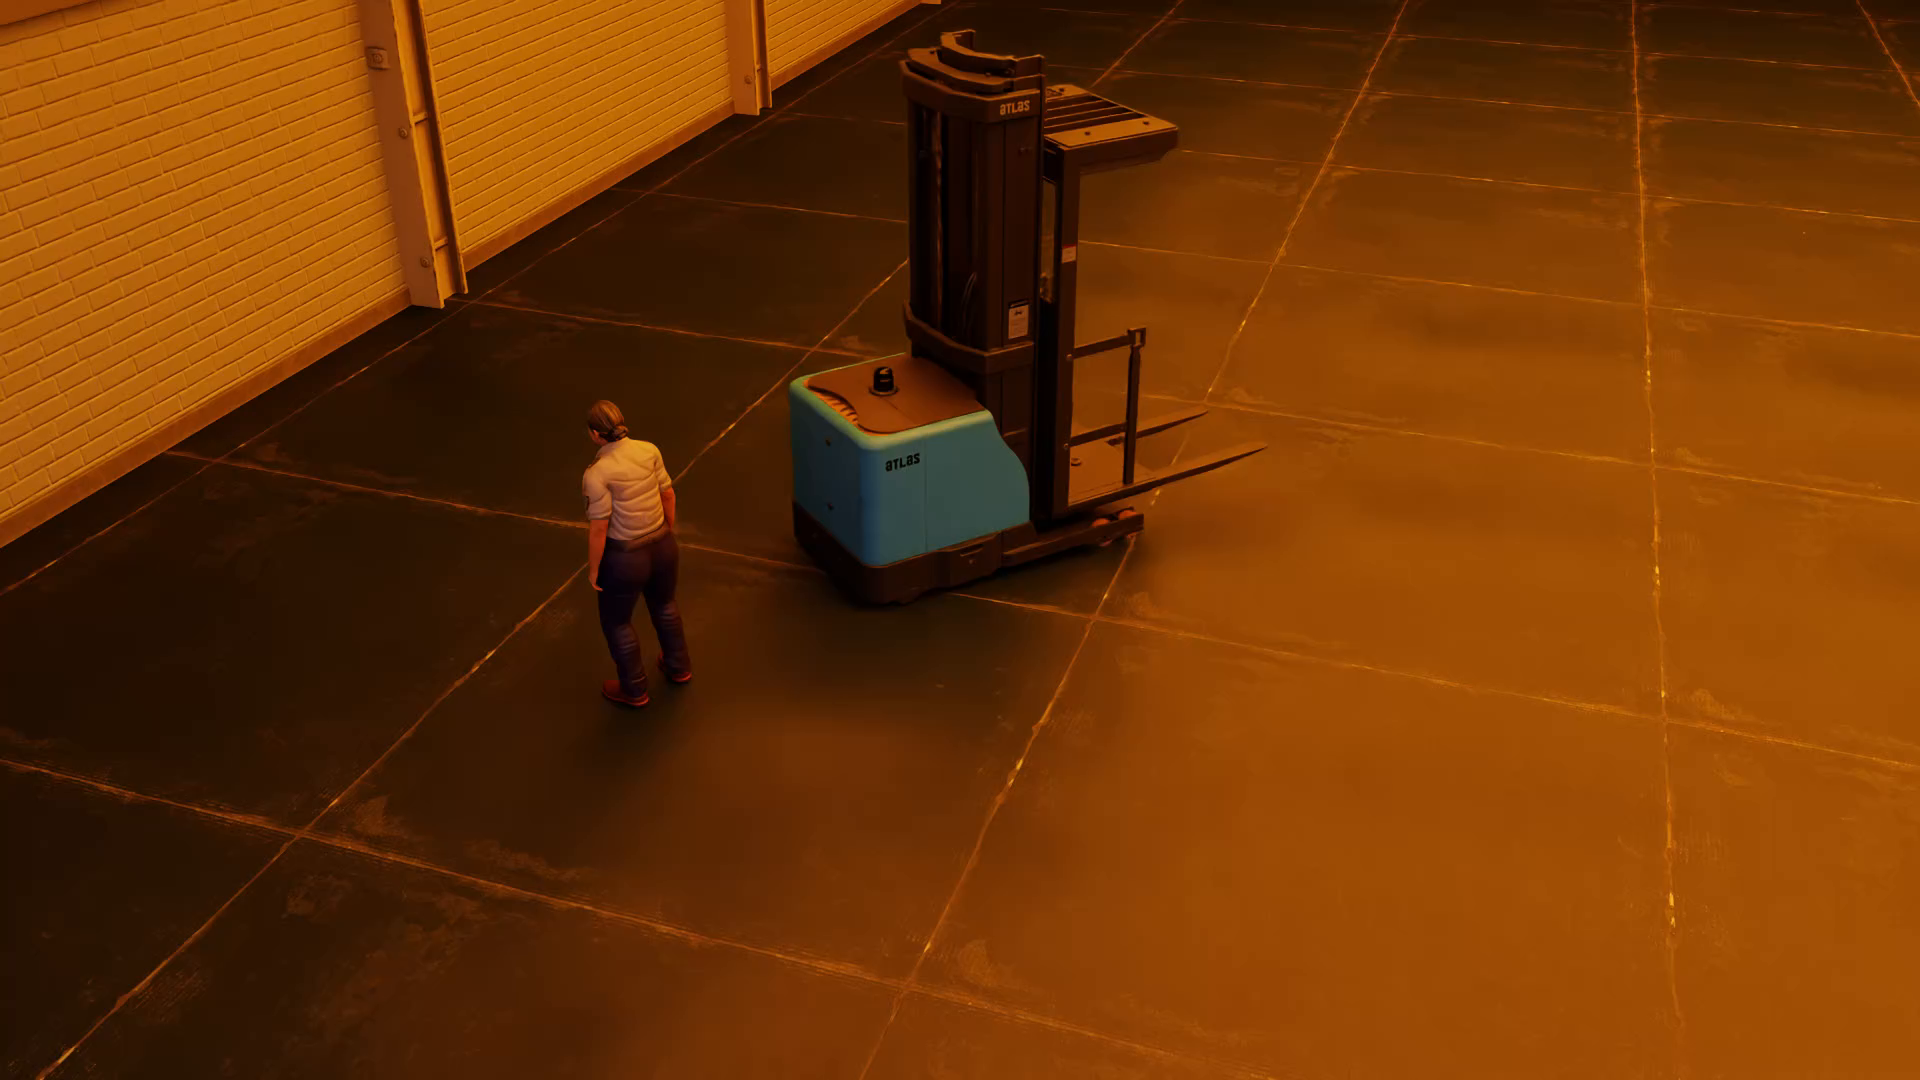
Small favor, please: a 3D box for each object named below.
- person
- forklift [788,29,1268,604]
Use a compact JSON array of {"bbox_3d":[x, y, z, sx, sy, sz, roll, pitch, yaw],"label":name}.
[{"bbox_3d":[-1.626,0.064,8.319,0.369,1.650,0.557,24,37,35],"label":"person"},{"bbox_3d":[0.523,-1.442,9.667,3.031,2.935,1.130,-17,34,-27],"label":"forklift"}]
